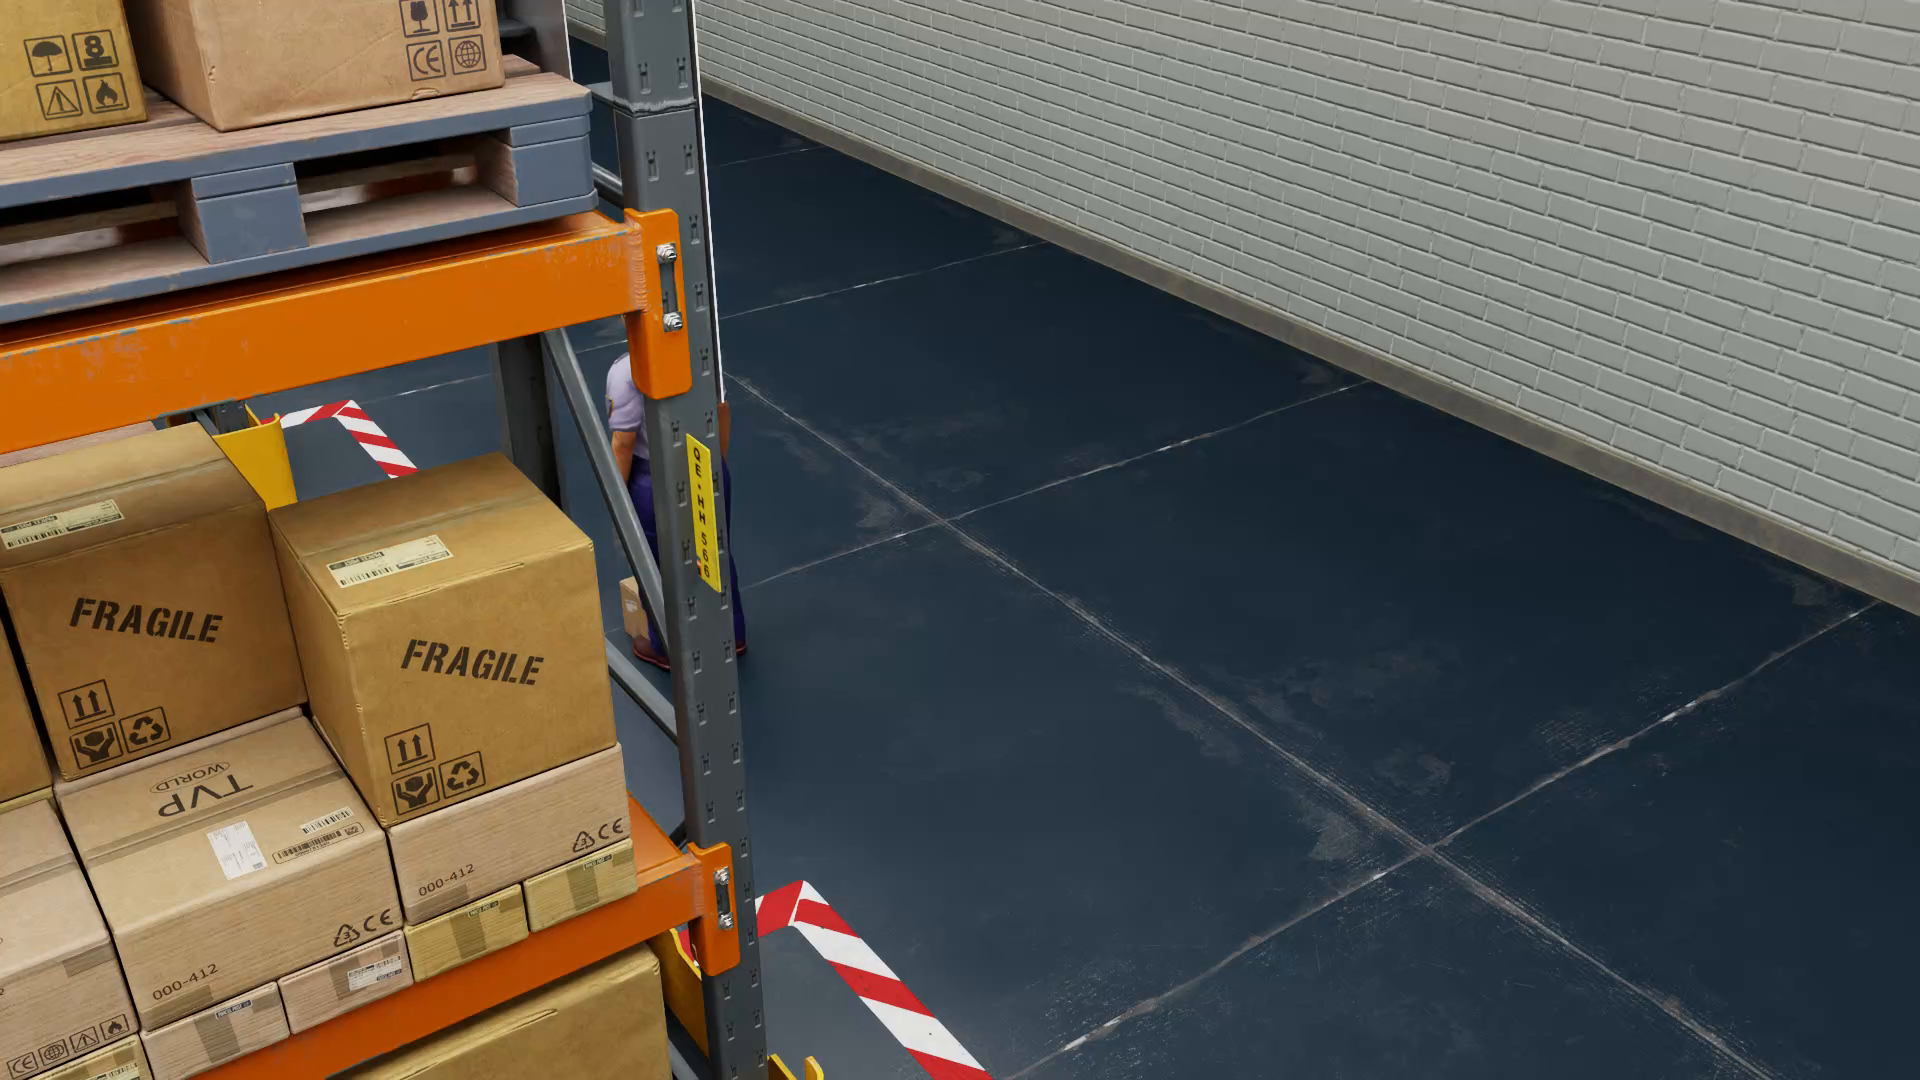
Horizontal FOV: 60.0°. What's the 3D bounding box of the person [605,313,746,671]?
[{"bbox_3d":[-1.148,-0.247,6.582,0.562,1.651,0.392,-21,35,-33],"label":"person"}]
